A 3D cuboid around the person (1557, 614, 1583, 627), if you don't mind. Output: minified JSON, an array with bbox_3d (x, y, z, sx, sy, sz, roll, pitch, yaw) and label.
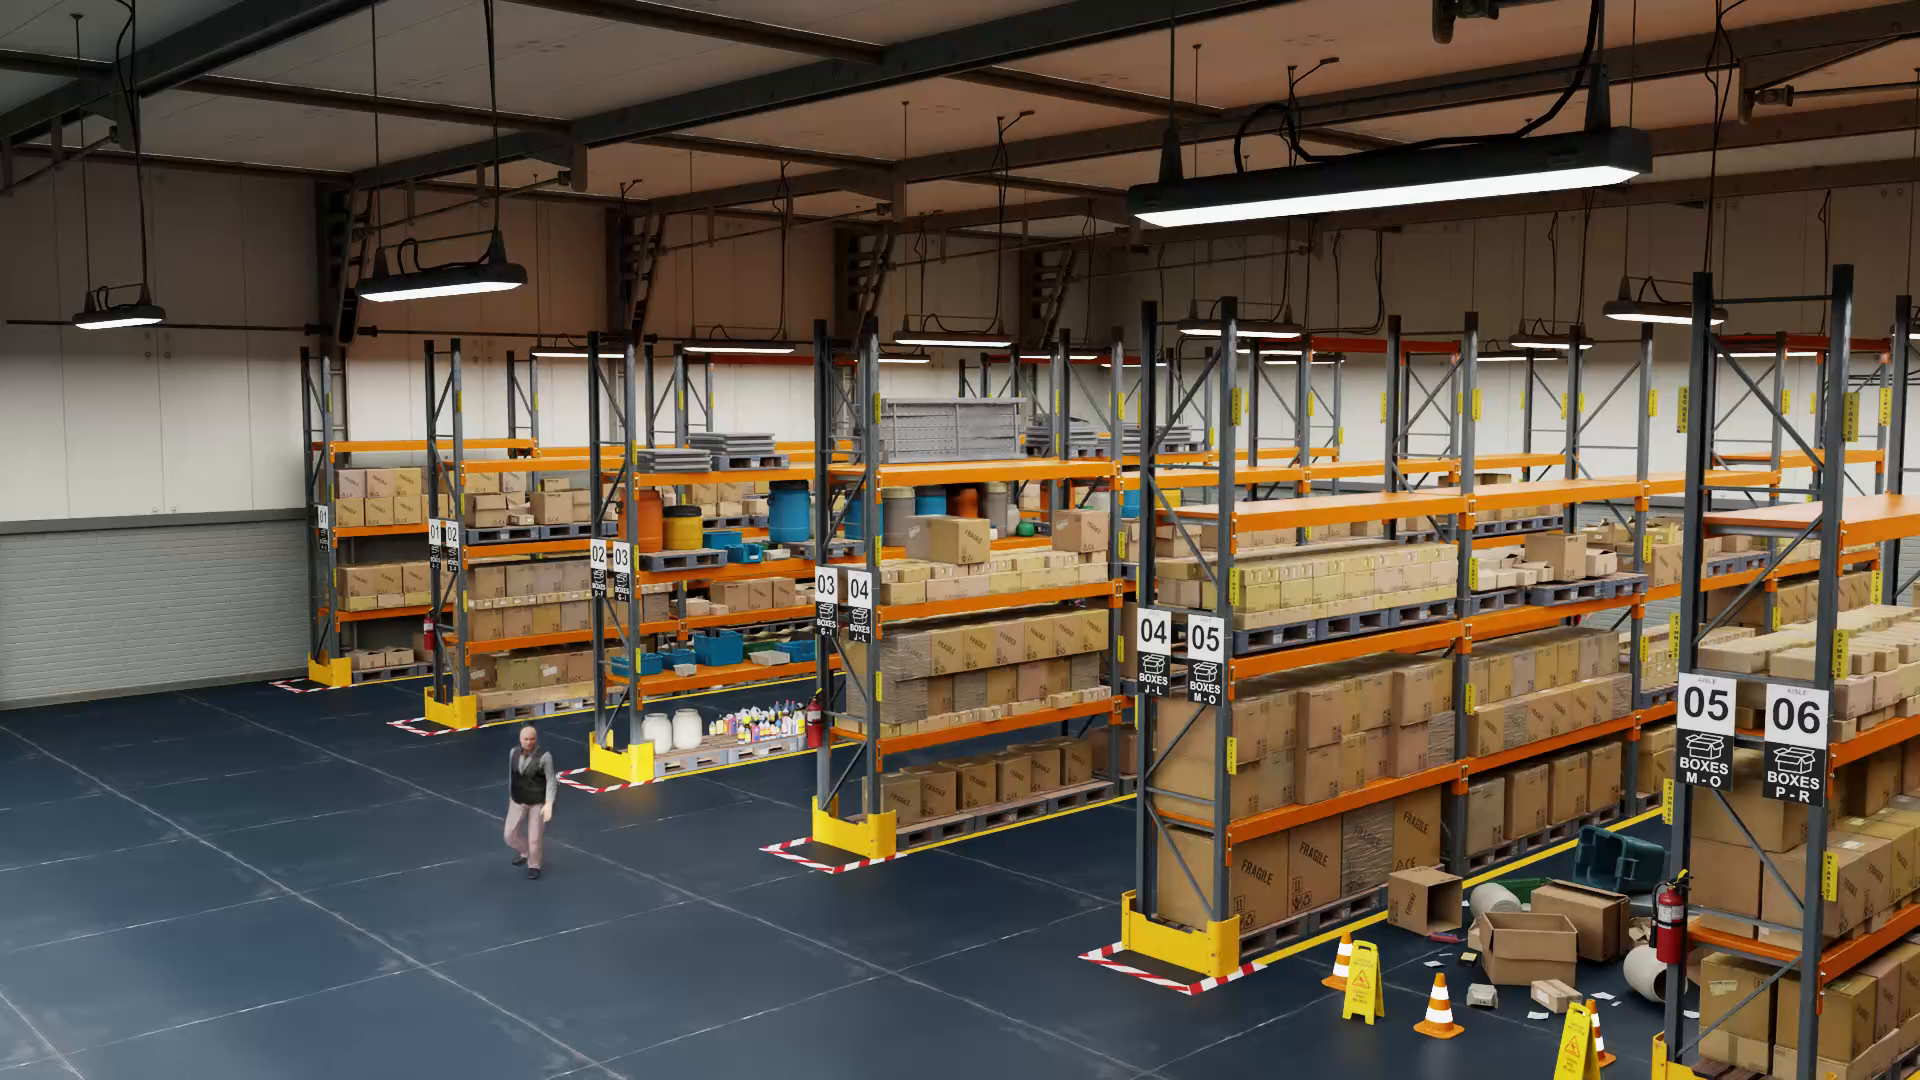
[{"bbox_3d":[11.324,1.695,30.892,0.616,1.479,0.969,0,5,-4],"label":"person"}]

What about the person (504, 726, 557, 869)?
[{"bbox_3d":[-4.556,2.748,17.664,0.666,1.619,0.511,1,5,14],"label":"person"}]
